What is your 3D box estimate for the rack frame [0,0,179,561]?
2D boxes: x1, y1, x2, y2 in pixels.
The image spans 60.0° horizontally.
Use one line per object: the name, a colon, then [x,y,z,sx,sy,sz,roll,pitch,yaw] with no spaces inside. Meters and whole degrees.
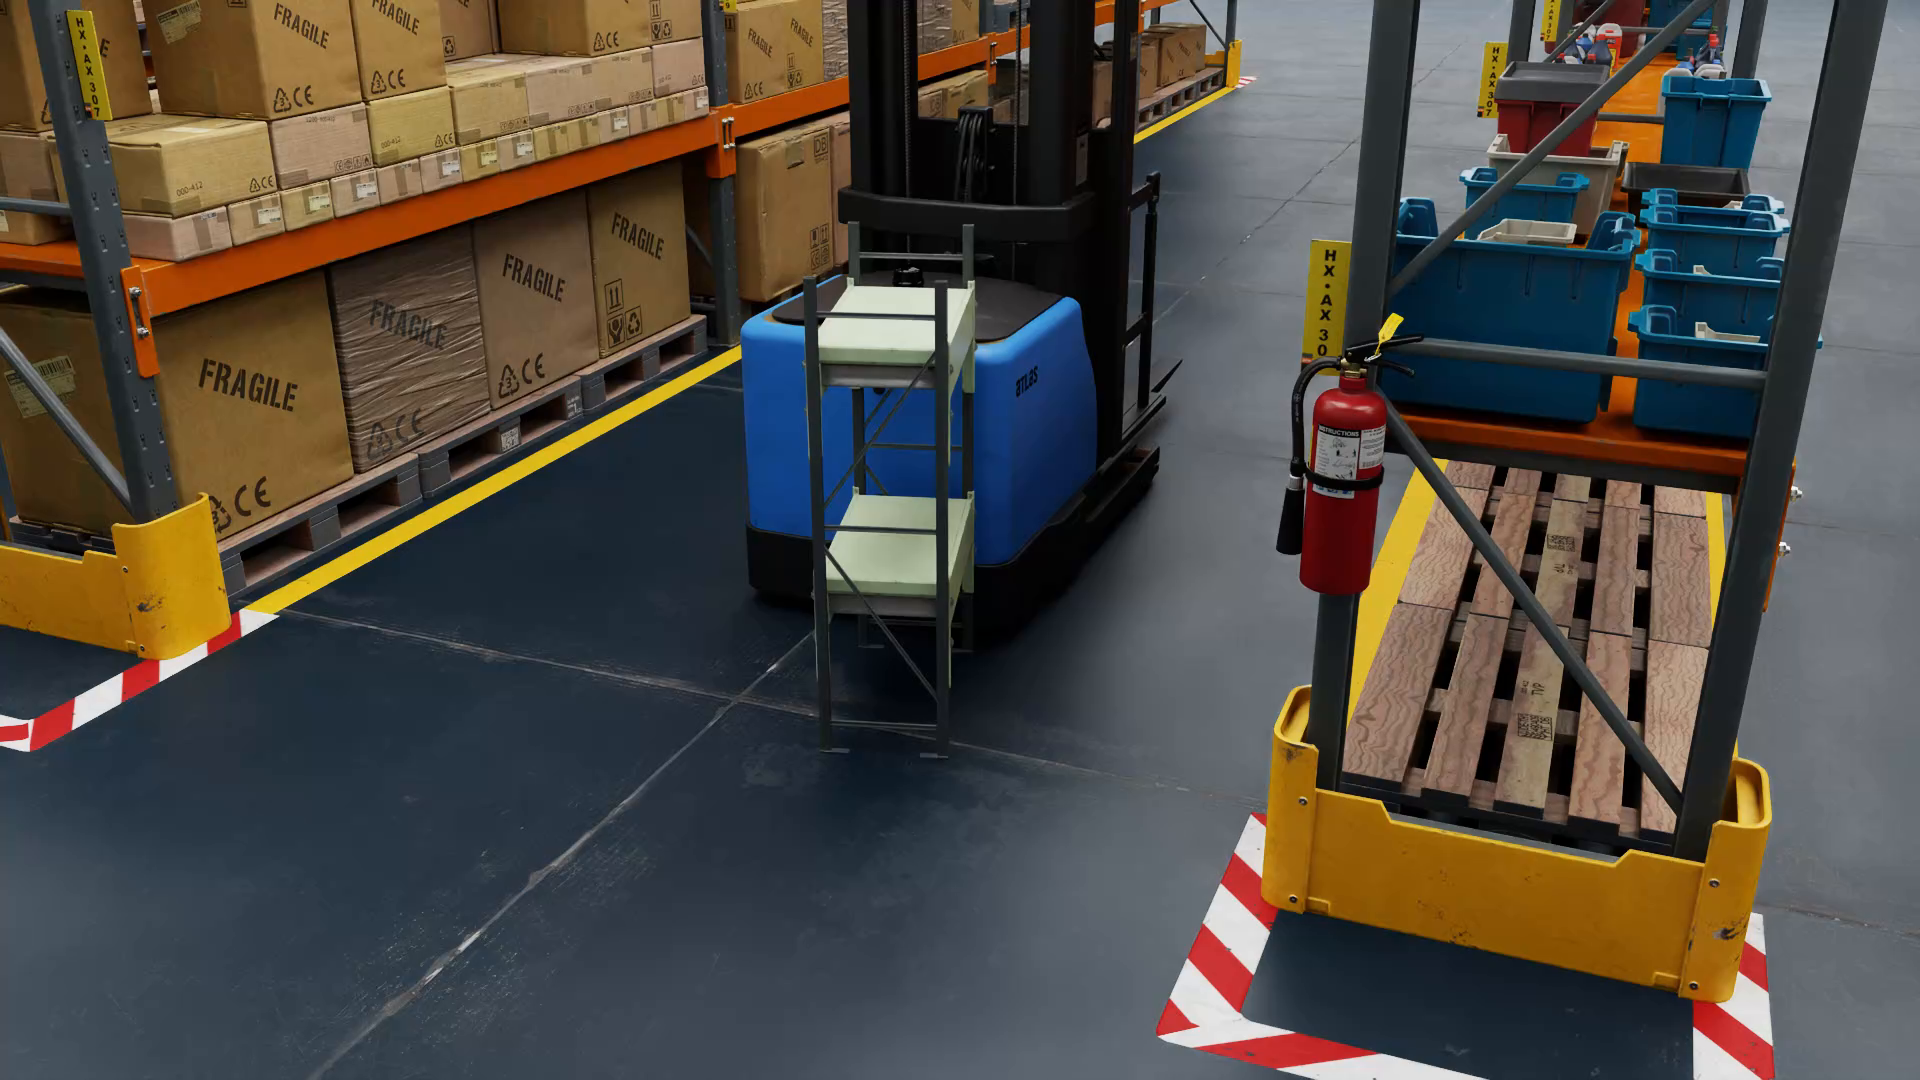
rack frame: [-3.206,-1.113,5.522,1.000,3.000,0.127,9,24,20]

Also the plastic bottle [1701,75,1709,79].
plastic bottle: [3.325,-1.906,7.486,0.144,0.351,0.185,9,24,20]

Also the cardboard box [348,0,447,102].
cardboard box: [-2.405,-2.025,6.542,0.500,0.500,0.500,8,24,19]

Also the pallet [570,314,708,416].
pallet: [-2.076,-0.996,8.861,1.003,0.211,1.213,9,24,20]

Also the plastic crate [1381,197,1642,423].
plastic crate: [1.343,-0.594,4.157,0.616,0.435,0.499,9,24,20]

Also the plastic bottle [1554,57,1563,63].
plastic bottle: [2.916,-2.188,8.160,0.144,0.351,0.185,9,24,20]

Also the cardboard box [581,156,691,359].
cardboard box: [-2.040,-1.533,8.739,0.875,0.875,0.875,9,24,20]

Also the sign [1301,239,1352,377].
sign: [0.876,-0.552,3.967,0.100,0.325,0.005,9,24,20]

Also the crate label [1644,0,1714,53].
crate label: [4.984,-3.599,11.430,0.502,0.435,0.616,9,24,20]

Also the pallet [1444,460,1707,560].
pallet: [2.641,-0.279,7.145,1.003,0.211,1.213,9,24,20]

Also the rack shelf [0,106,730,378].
rack shelf: [-2.463,-1.496,7.374,1.077,0.370,4.000,9,24,20]

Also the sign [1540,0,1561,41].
sign: [3.851,-3.418,10.829,0.100,0.325,0.005,9,24,20]

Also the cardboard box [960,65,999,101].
cardboard box: [-0.014,-3.615,13.212,0.500,0.250,0.500,10,25,22]

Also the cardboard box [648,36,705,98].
cardboard box: [-1.641,-2.416,8.452,0.500,0.250,0.500,8,24,19]

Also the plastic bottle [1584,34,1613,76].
plastic bottle: [3.516,-2.608,9.167,0.144,0.351,0.185,9,24,20]

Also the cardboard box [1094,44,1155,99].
cardboard box: [1.643,-4.791,17.025,0.500,0.500,0.500,18,29,37]

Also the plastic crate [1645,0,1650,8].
plastic crate: [6.162,-4.838,14.522,0.767,0.338,0.504,9,24,20]

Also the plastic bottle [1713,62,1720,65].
plastic bottle: [3.902,-2.339,8.624,0.097,0.271,0.097,0,23,0]

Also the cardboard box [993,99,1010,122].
cardboard box: [-0.004,-3.268,13.353,0.700,0.500,0.500,7,24,17]

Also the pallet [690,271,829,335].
pallet: [-1.504,-1.544,10.173,1.003,0.211,1.213,9,24,20]

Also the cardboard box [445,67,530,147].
cardboard box: [-2.211,-1.867,7.138,0.500,0.250,0.500,8,24,19]

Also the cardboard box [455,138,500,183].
cardboard box: [-2.198,-1.627,7.079,0.380,0.149,0.250,8,24,19]

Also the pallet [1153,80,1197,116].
pallet: [1.919,-4.804,17.976,1.003,0.211,1.213,9,24,20]

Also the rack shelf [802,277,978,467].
rack shelf: [-0.195,-0.526,5.052,0.431,0.370,0.720,2,23,6]

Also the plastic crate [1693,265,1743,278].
plastic crate: [2.238,-0.696,4.790,0.250,0.136,0.298,9,24,20]

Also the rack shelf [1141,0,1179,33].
rack shelf: [1.994,-5.791,17.654,1.077,0.370,4.000,9,24,20]

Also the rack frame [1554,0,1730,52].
rack frame: [4.364,-3.266,10.678,1.000,3.000,0.127,9,24,20]

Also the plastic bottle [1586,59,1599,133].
plastic bottle: [3.050,-2.167,8.111,0.144,0.351,0.185,9,24,20]

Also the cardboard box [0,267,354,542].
cardboard box: [-3.043,-0.566,6.426,0.875,0.875,0.875,9,24,20]

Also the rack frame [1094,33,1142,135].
rack frame: [1.251,-5.407,15.802,1.000,3.000,0.127,9,24,20]

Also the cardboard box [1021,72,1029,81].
cardboard box: [0.601,-3.871,14.799,0.700,0.500,0.500,7,24,15]

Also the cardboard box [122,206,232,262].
cardboard box: [-2.768,-1.076,5.761,0.380,0.149,0.250,9,24,21]

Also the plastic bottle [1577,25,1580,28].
plastic bottle: [3.835,-3.061,10.353,0.097,0.271,0.097,0,23,0]

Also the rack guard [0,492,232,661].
rack guard: [-3.215,0.049,5.983,1.175,0.500,0.348,9,24,20]

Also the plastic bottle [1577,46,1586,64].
plastic bottle: [3.388,-2.604,9.254,0.152,0.276,0.135,9,24,20]

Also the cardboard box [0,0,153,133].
cardboard box: [-3.269,-1.739,5.856,0.500,0.500,0.500,9,24,21]

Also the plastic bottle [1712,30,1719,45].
plastic bottle: [4.524,-2.924,10.010,0.061,0.283,0.133,9,24,20]

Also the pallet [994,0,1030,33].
pallet: [-0.069,-4.157,13.060,1.213,0.211,1.003,9,24,20]

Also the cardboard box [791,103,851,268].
cardboard box: [-1.170,-2.309,10.598,1.225,0.875,0.875,8,24,18]

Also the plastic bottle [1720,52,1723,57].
plastic bottle: [4.067,-2.484,8.956,0.061,0.283,0.133,9,24,20]

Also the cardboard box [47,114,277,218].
cardboard box: [-2.777,-1.314,5.812,0.500,0.250,0.500,8,24,19]

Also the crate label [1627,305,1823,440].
crate label: [1.790,-0.395,3.944,0.416,0.233,0.303,9,24,20]

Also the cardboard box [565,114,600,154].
cardboard box: [-1.911,-1.904,7.742,0.380,0.149,0.250,9,24,21]

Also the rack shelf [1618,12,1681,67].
rack shelf: [5.107,-3.650,12.530,1.077,0.370,4.000,9,24,20]

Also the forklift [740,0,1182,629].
forklift: [0.237,-1.577,6.724,1.130,2.935,3.031,9,24,20]

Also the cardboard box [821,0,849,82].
cardboard box: [-0.945,-3.078,10.097,0.500,0.500,0.500,8,24,19]

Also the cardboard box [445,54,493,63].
cardboard box: [-2.515,-2.118,7.737,0.500,0.250,0.500,9,24,21]

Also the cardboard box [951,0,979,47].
cardboard box: [-0.188,-3.809,11.849,0.500,0.500,0.500,10,25,22]

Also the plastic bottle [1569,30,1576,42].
plastic bottle: [3.639,-2.897,9.945,0.061,0.283,0.133,9,24,20]

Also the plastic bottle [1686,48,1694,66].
plastic bottle: [3.983,-2.552,9.119,0.061,0.283,0.133,9,24,20]

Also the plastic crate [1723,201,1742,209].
plastic crate: [2.510,-1.075,5.695,0.293,0.136,0.466,9,24,20]

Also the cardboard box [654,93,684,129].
cardboard box: [-1.625,-2.180,8.402,0.380,0.149,0.250,9,24,21]

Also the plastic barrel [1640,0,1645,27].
plastic barrel: [4.548,-3.717,11.611,0.421,0.512,0.421,0,23,0]

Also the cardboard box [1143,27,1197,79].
cardboard box: [2.299,-5.439,18.577,0.500,0.500,0.500,16,28,34]

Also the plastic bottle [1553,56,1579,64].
plastic bottle: [3.184,-2.407,8.782,0.152,0.276,0.135,9,24,20]

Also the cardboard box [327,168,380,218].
cardboard box: [-2.483,-1.354,6.425,0.380,0.149,0.250,8,24,19]

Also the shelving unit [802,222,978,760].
shelving unit: [-0.195,-0.166,5.202,0.431,1.500,0.755,2,23,6]

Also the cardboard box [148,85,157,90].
cardboard box: [-6.043,-3.161,12.152,0.500,0.250,0.500,10,25,23]
